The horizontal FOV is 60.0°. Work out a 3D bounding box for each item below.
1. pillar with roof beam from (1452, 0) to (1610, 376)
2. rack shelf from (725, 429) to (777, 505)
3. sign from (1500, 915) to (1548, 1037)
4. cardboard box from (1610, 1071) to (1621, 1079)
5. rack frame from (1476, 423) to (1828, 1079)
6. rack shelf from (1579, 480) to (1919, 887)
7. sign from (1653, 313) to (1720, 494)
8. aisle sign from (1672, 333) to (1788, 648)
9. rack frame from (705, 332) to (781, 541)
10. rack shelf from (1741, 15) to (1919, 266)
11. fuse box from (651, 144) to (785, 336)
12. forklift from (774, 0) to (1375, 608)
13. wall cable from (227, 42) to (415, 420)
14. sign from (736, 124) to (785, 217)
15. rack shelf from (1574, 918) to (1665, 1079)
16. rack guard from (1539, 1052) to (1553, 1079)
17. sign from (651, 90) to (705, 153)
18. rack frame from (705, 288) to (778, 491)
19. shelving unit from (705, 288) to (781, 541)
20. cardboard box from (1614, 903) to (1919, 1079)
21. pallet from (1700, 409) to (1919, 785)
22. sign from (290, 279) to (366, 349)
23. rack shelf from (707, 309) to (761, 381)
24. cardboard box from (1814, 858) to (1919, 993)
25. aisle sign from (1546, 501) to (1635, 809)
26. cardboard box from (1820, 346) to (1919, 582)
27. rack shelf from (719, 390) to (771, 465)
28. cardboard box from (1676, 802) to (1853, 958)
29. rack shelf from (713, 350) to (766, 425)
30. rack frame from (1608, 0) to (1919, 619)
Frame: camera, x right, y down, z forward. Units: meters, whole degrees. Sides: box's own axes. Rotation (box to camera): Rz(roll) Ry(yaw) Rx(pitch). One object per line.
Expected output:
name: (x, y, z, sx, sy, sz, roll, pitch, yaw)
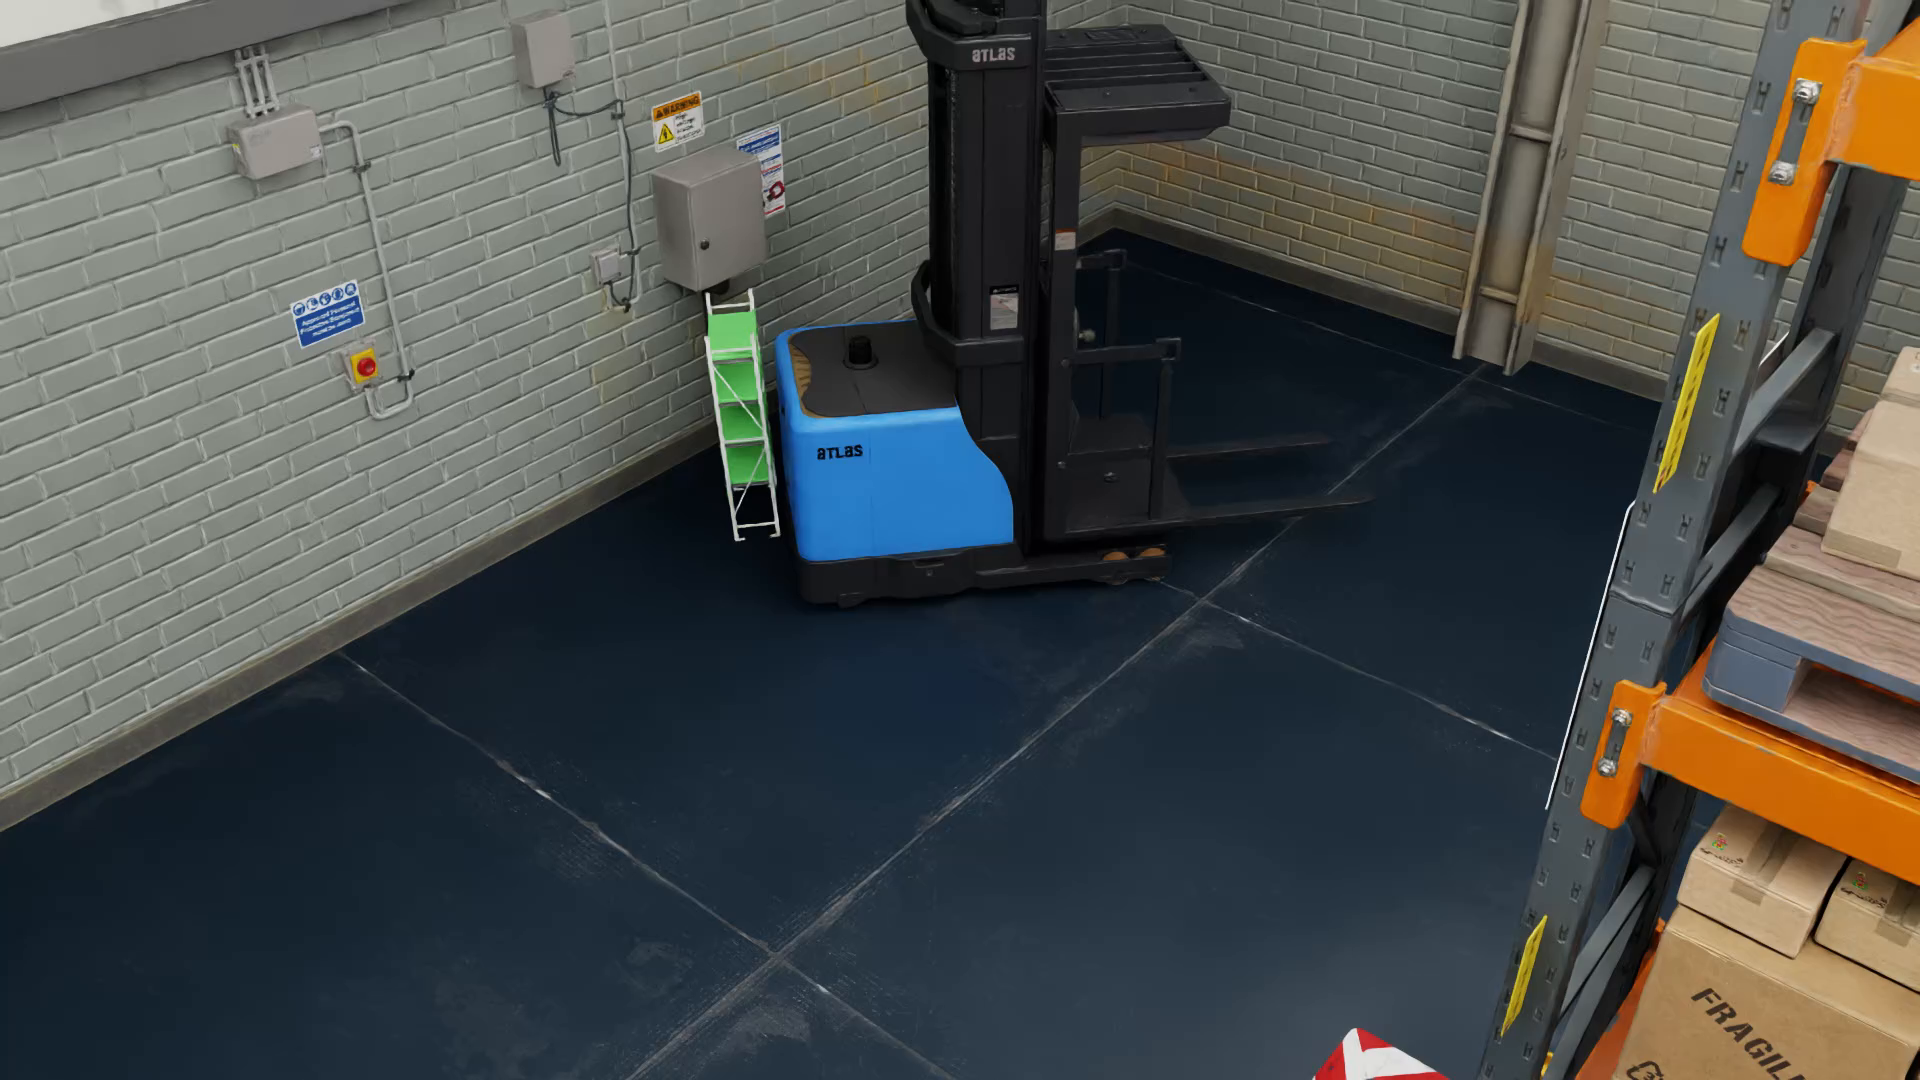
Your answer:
pillar with roof beam: (0.574, -2.979, 5.139, 0.400, 9.000, 9.100, 25, 42, 32)
rack shelf: (-1.108, -0.391, 8.785, 0.258, 0.148, 0.480, -6, 35, -4)
sign: (1.291, 1.000, 3.809, 0.005, 0.325, 0.100, 25, 42, 32)
cardboard box: (1.836, 1.408, 3.961, 0.500, 0.500, 0.500, 25, 42, 31)
rack frame: (1.651, 1.151, 4.425, 0.127, 3.000, 1.000, 25, 42, 32)
rack shelf: (3.188, 0.935, 2.724, 4.000, 0.370, 1.077, 25, 42, 32)
sign: (1.291, -0.239, 2.957, 0.005, 0.325, 0.100, 25, 42, 32)
aisle sign: (1.794, -0.082, 3.923, 0.004, 0.787, 0.394, 25, 42, 32)
rack frame: (-1.092, -0.503, 8.413, 0.240, 1.200, 0.015, -6, 35, -4)
rack shelf: (3.188, -0.136, 1.988, 4.000, 0.370, 1.077, 25, 42, 32)
fuse box: (-1.241, -1.212, 9.003, 0.414, 1.711, 0.539, 25, 42, 32)
forklift: (0.617, -1.271, 8.011, 3.031, 2.935, 1.130, -6, 35, -8)
wall cable: (-2.698, -1.313, 7.087, 0.123, 1.953, 0.585, 25, 42, 32)
sign: (-1.085, -1.993, 9.087, 0.001, 0.494, 0.329, 25, 42, 32)
rack shelf: (3.188, 2.172, 3.574, 4.000, 0.370, 1.077, 25, 42, 32)
rack guard: (1.632, 2.172, 5.145, 0.348, 0.500, 1.175, 25, 42, 32)
sign: (-1.436, -2.134, 8.478, 0.001, 0.242, 0.339, 25, 42, 32)
rack frame: (-1.151, -0.778, 8.812, 0.240, 1.200, 0.015, -6, 35, -4)
shelving unit: (-1.122, -0.640, 8.612, 0.258, 1.200, 0.503, -6, 35, -4)
cardboard box: (1.837, 0.995, 3.680, 0.500, 0.500, 0.500, 24, 41, 31)
pallet: (2.228, 0.215, 3.216, 1.213, 0.211, 1.003, 25, 42, 32)
sign: (-2.775, -0.994, 7.309, 0.001, 0.218, 0.327, 25, 42, 32)
rack shelf: (-1.141, -0.982, 8.375, 0.258, 0.148, 0.480, -6, 35, -4)
cardboard box: (1.994, 0.743, 3.474, 0.250, 0.149, 0.380, 26, 42, 33)
aisle sign: (1.410, 0.179, 3.543, 0.004, 0.787, 0.394, 25, 42, 32)
cardboard box: (2.054, -0.114, 3.291, 0.500, 0.250, 0.500, 21, 40, 28)
rack shelf: (-1.119, -0.588, 8.649, 0.258, 0.148, 0.480, -6, 35, -4)
cardboard box: (1.747, 0.679, 3.567, 0.250, 0.149, 0.380, 26, 42, 33)
rack shelf: (-1.130, -0.785, 8.512, 0.258, 0.148, 0.480, -6, 35, -4)
rack frame: (1.651, -1.322, 2.726, 0.127, 3.000, 1.000, 25, 42, 32)
